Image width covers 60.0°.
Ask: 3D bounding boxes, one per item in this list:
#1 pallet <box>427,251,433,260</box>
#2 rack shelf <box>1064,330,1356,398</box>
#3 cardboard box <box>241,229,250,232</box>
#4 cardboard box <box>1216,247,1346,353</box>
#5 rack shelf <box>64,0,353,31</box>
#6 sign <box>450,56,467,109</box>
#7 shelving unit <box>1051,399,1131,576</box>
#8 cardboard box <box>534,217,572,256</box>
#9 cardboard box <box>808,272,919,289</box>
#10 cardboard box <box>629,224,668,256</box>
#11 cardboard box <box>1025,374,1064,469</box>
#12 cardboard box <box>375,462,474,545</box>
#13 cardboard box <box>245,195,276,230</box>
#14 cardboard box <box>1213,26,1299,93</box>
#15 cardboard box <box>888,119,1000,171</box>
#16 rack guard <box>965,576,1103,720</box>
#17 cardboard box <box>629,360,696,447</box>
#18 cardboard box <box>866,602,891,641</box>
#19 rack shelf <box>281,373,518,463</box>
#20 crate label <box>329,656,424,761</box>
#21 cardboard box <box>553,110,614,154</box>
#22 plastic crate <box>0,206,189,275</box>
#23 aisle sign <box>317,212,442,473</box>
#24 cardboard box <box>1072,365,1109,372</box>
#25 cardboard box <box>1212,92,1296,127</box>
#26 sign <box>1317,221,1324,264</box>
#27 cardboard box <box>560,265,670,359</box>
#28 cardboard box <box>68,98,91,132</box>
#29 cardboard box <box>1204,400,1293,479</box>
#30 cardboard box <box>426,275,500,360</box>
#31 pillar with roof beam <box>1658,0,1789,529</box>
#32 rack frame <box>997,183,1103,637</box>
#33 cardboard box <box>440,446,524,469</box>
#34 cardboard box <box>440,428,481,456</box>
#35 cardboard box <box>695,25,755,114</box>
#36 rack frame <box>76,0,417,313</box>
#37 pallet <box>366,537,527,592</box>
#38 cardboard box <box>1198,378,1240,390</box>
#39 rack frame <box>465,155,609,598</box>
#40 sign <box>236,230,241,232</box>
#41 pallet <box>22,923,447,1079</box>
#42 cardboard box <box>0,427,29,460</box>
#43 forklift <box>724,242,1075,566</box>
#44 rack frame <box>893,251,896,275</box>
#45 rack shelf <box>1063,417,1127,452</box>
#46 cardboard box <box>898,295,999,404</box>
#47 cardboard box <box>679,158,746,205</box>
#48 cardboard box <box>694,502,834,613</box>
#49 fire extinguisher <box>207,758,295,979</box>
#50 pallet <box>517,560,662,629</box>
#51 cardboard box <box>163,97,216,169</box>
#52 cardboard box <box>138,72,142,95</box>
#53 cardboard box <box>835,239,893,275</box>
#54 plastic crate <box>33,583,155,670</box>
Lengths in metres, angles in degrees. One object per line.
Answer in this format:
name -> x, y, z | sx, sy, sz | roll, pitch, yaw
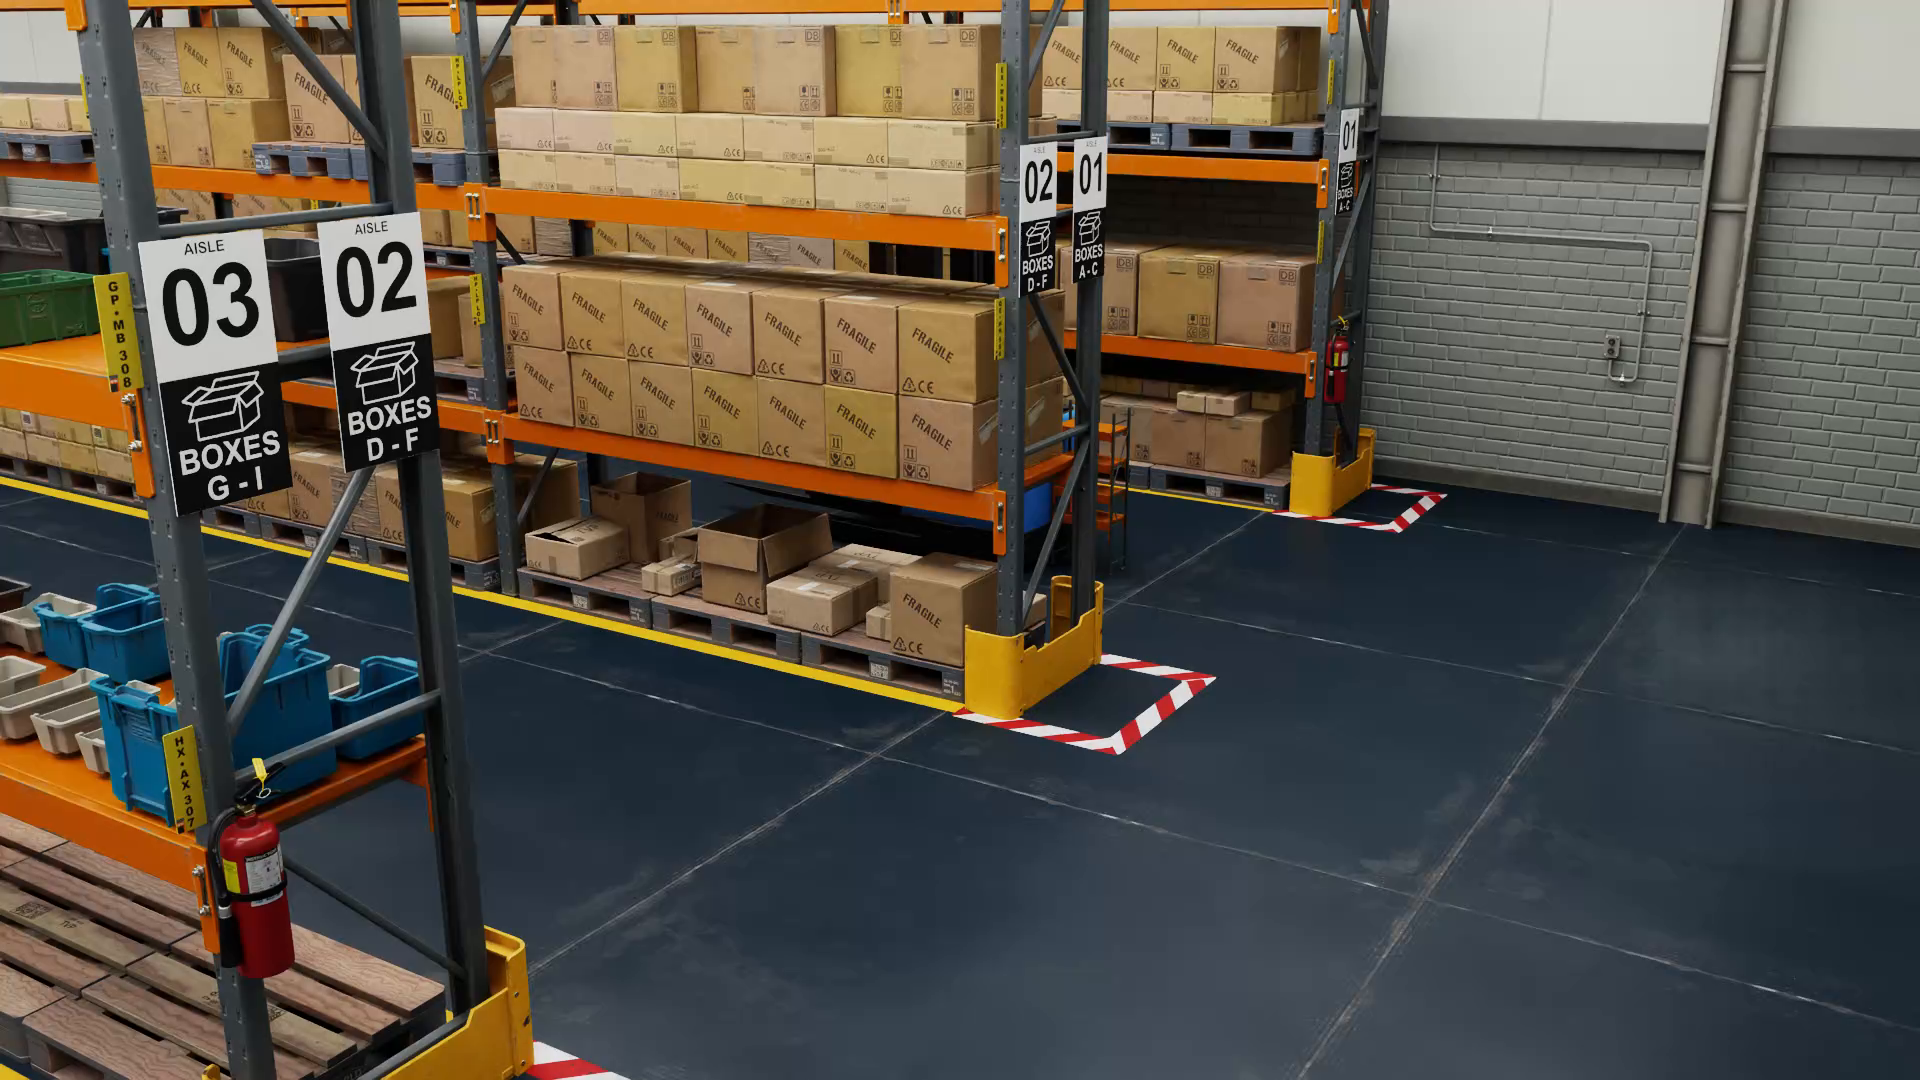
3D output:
pallet -> -6.541, -3.367, 19.135 | 1.213, 0.211, 1.003 | 10, 20, 30
rack shelf -> 1.405, -1.746, 14.706 | 4.000, 0.370, 1.077 | 10, 20, 30
cardboard box -> -8.535, -3.697, 20.113 | 0.500, 0.250, 0.500 | 10, 20, 30
cardboard box -> 2.670, -2.005, 13.804 | 0.700, 0.700, 0.980 | 11, 20, 33
rack shelf -> -3.779, -1.971, 5.815 | 4.000, 0.370, 1.077 | 10, 20, 30
sign -> -3.175, -2.900, 10.539 | 0.005, 0.325, 0.100 | 10, 20, 30
shelving unit -> 0.945, -0.383, 12.079 | 0.503, 1.200, 0.258 | 11, 20, 33
cardboard box -> -4.113, -3.330, 17.755 | 0.500, 0.500, 0.700 | 8, 18, 24
cardboard box -> -0.593, -1.373, 10.347 | 0.500, 0.500, 0.500 | 10, 20, 31
cardboard box -> -2.986, -2.983, 16.824 | 0.500, 0.500, 0.500 | 11, 20, 32
cardboard box -> 0.280, -0.739, 9.982 | 0.500, 0.500, 0.500 | 11, 20, 31
cardboard box -> -3.875, -0.263, 12.129 | 0.500, 0.500, 0.500 | 10, 20, 30
cardboard box -> -8.109, -3.978, 19.749 | 0.500, 0.500, 0.500 | 10, 20, 30
cardboard box -> 2.343, -3.801, 13.145 | 0.500, 0.500, 0.500 | 10, 20, 30
cardboard box -> -0.051, -2.176, 9.122 | 0.500, 0.250, 0.500 | 10, 20, 30
rack guard -> 0.456, 0.626, 9.961 | 0.348, 0.500, 1.175 | 10, 20, 30
cardboard box -> -1.733, -0.916, 10.564 | 0.500, 0.500, 0.500 | 10, 20, 30
cardboard box -> -0.370, 0.481, 10.255 | 0.250, 0.166, 0.380 | 10, 20, 30
rack shelf -> -4.592, -1.127, 12.668 | 4.000, 0.370, 1.077 | 10, 20, 30
crate label -> -2.113, 0.600, 5.930 | 0.303, 0.233, 0.416 | 10, 20, 30
cardboard box -> -2.177, -2.559, 10.380 | 0.500, 0.250, 0.500 | 10, 20, 30
plastic crate -> -3.233, -1.038, 6.085 | 0.767, 0.338, 0.504 | 10, 20, 30
aisle sign -> -1.858, -0.639, 5.351 | 0.004, 0.787, 0.394 | 10, 20, 30
cardboard box -> 1.155, -1.484, 15.066 | 0.250, 0.149, 0.380 | 10, 20, 31
cardboard box -> 2.347, -3.444, 13.261 | 0.500, 0.250, 0.500 | 11, 20, 32
sign -> 2.814, -2.321, 12.962 | 0.005, 0.325, 0.100 | 10, 20, 30
cardboard box -> -2.194, -1.474, 10.679 | 0.500, 0.500, 0.500 | 9, 19, 28
cardboard box -> -6.713, -3.395, 13.271 | 0.500, 0.250, 0.500 | 9, 19, 26
cardboard box -> 2.461, -0.873, 14.171 | 0.500, 0.500, 0.700 | 10, 20, 30
cardboard box -> -3.794, -1.632, 12.199 | 0.500, 0.500, 0.700 | 14, 22, 39
pillar with roof beam -> 3.610, -3.394, 8.571 | 0.400, 9.000, 9.100 | 10, 20, 30
rack frame -> 0.520, -0.559, 9.559 | 0.127, 3.000, 1.000 | 10, 20, 30
cardboard box -> -3.633, -0.394, 12.560 | 0.500, 0.500, 0.500 | 10, 20, 31
cardboard box -> -4.025, -0.826, 12.694 | 0.500, 0.250, 0.500 | 10, 20, 30
cardboard box -> -1.167, -2.840, 10.016 | 0.500, 0.500, 0.700 | 10, 20, 30
rack frame -> -2.075, -2.203, 4.650 | 0.127, 3.000, 1.000 | 10, 20, 30
pallet -> -3.601, 0.053, 12.344 | 1.213, 0.211, 1.003 | 10, 20, 30
cardboard box -> 2.240, -1.290, 14.430 | 0.250, 0.149, 0.380 | 10, 20, 30
rack frame -> -2.888, -1.167, 11.562 | 0.127, 3.000, 1.000 | 10, 20, 30
sign -> -6.021, -2.427, 13.856 | 0.005, 0.325, 0.100 | 10, 20, 30
pallet -> -2.758, 1.867, 6.372 | 1.213, 0.211, 1.003 | 10, 20, 30
cardboard box -> -8.180, -0.913, 14.733 | 0.500, 0.250, 0.500 | 11, 20, 31
forklift -> -0.518, -1.507, 12.798 | 3.031, 2.935, 1.130 | 11, 20, 33
rack frame -> -0.299, -2.394, 15.603 | 0.127, 3.000, 1.000 | 10, 20, 30
rack shelf -> 0.945, -0.759, 11.965 | 0.480, 0.148, 0.258 | 11, 20, 33
cardboard box -> -0.003, -1.084, 9.398 | 0.500, 0.500, 0.500 | 10, 20, 30
cardboard box -> -1.326, -2.167, 9.950 | 0.500, 0.250, 0.500 | 10, 20, 30
cardboard box -> -1.284, 0.101, 10.924 | 0.637, 0.503, 0.797 | 10, 20, 30
fire extinguisher -> -2.184, 1.019, 5.142 | 0.183, 0.674, 0.296 | 10, 20, 30
pallet -> -2.303, 0.272, 11.623 | 1.213, 0.211, 1.003 | 10, 20, 30
cardboard box -> -5.473, -3.123, 12.668 | 0.500, 0.500, 0.910 | 10, 20, 30
cardboard box -> -9.931, -5.509, 20.489 | 0.500, 0.500, 0.500 | 12, 20, 34
cardboard box -> -0.824, -2.602, 15.568 | 0.500, 0.500, 0.500 | 10, 19, 29
plastic crate -> -3.491, 0.354, 6.740 | 0.300, 0.233, 0.416 | 10, 20, 30
